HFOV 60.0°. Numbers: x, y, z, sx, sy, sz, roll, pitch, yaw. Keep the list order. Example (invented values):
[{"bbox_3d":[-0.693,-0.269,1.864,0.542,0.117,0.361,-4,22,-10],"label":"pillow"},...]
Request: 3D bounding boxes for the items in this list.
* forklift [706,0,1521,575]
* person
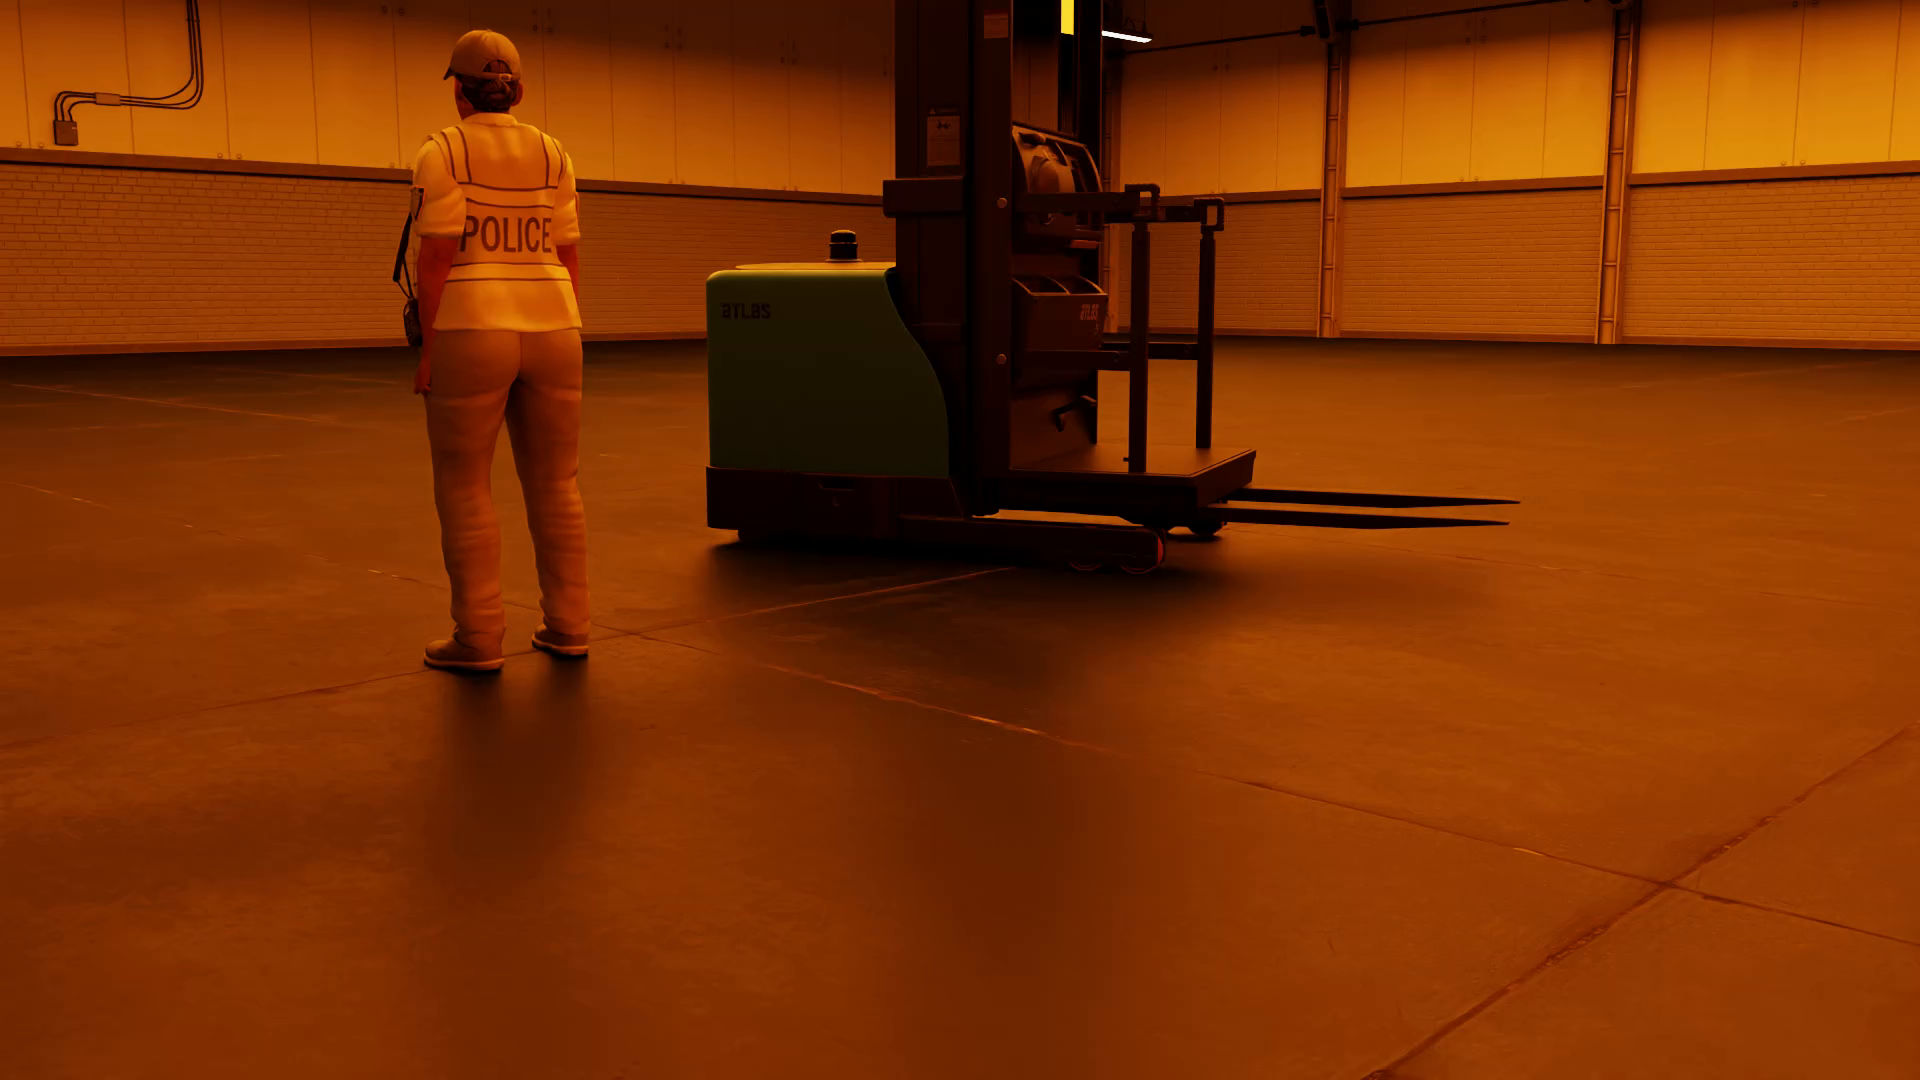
[{"bbox_3d":[0.565,-1.416,6.275,3.031,2.935,1.130,3,9,22],"label":"forklift"},{"bbox_3d":[-1.229,-0.495,4.431,0.482,1.668,0.393,-8,11,-42],"label":"person"}]
